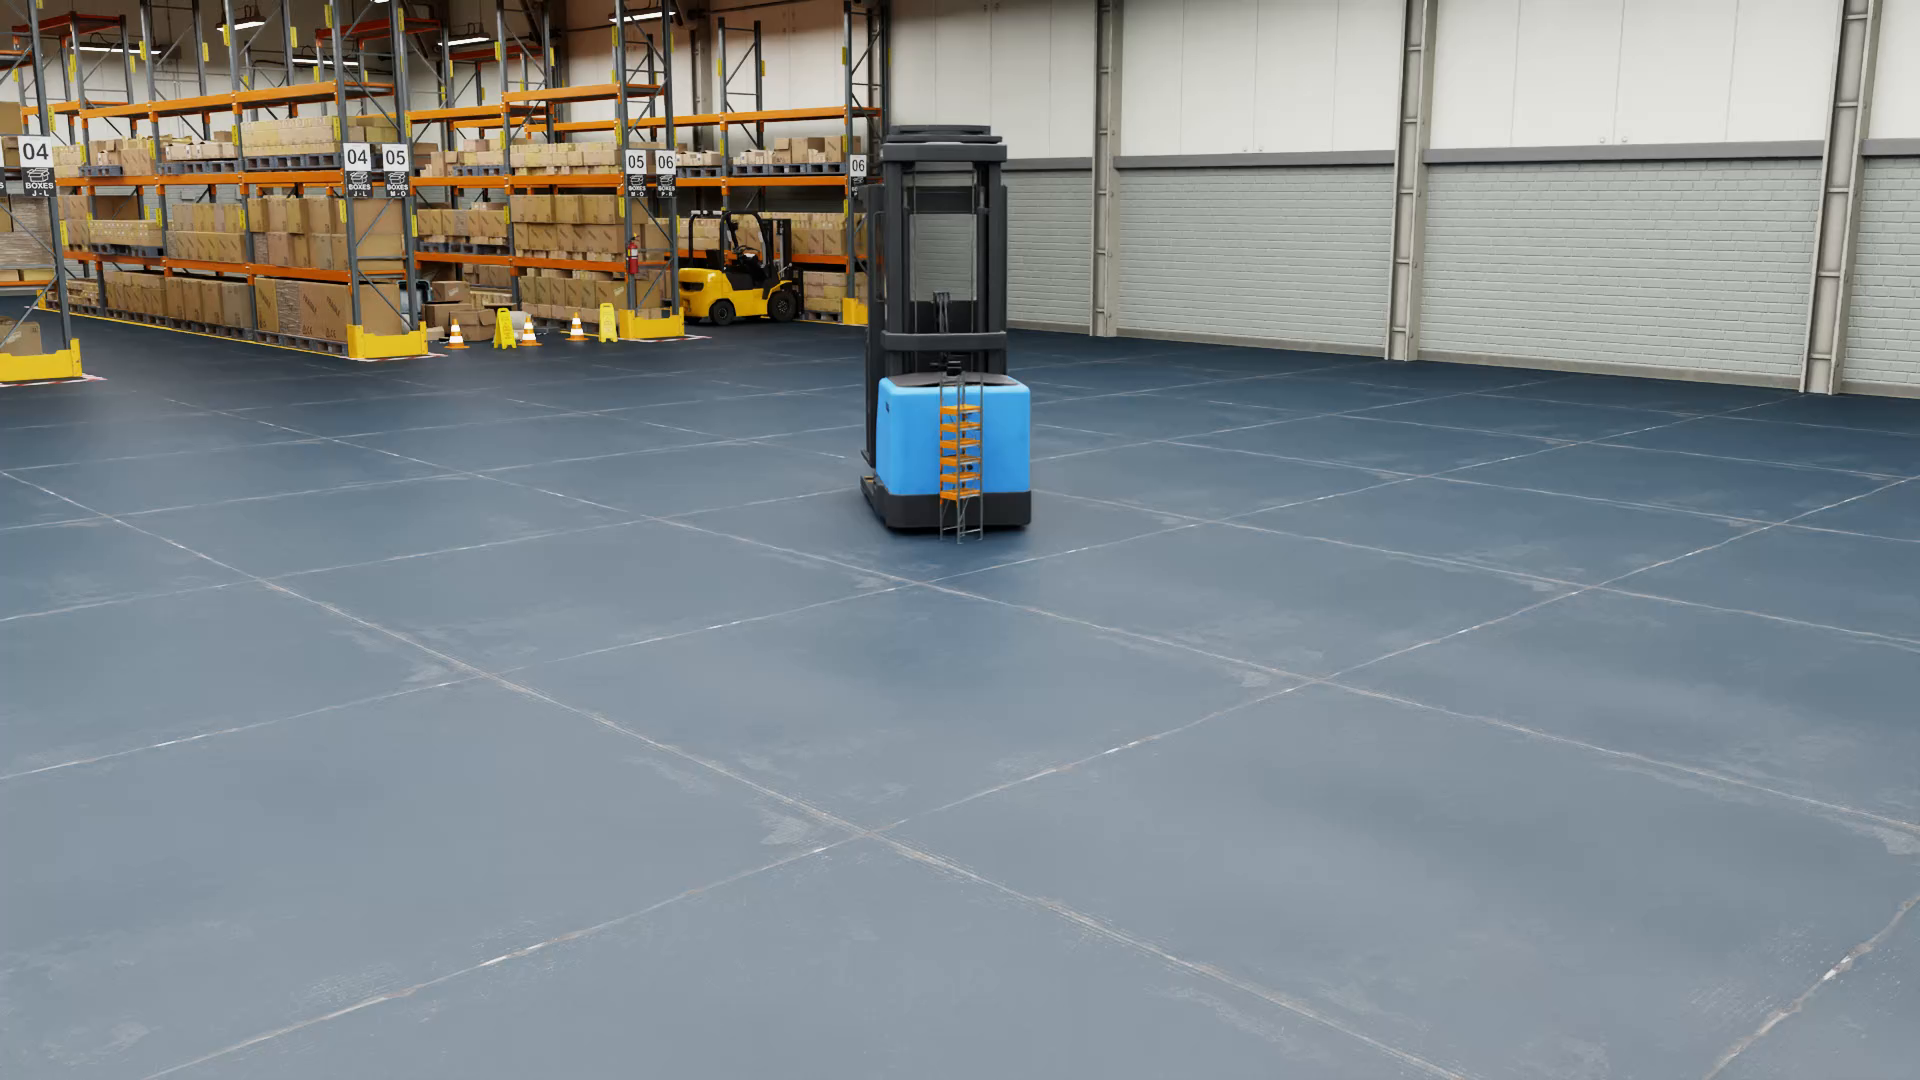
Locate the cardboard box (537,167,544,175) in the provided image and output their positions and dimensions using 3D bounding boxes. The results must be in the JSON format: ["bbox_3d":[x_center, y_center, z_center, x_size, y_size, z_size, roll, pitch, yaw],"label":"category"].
[{"bbox_3d":[-7.551,-6.777,30.563,0.380,0.149,0.250,-10,15,-41],"label":"cardboard box"}]

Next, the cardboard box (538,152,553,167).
[{"bbox_3d":[-7.319,-6.910,30.218,0.500,0.250,0.500,-11,16,-42],"label":"cardboard box"}]

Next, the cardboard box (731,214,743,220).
[{"bbox_3d":[-4.531,-6.737,34.583,0.380,0.149,0.250,-10,16,-41],"label":"cardboard box"}]

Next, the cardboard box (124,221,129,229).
[{"bbox_3d":[-15.769,-6.030,31.855,0.380,0.149,0.250,-11,16,-43],"label":"cardboard box"}]

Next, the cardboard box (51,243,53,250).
[{"bbox_3d":[-19.582,-6.373,36.031,0.250,0.149,0.380,11,16,44],"label":"cardboard box"}]

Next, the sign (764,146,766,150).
[{"bbox_3d":[-4.136,-8.151,35.129,0.100,0.325,0.005,-11,16,-43],"label":"sign"}]

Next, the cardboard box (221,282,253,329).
[{"bbox_3d":[-12.128,-4.097,28.899,1.050,0.750,0.750,-11,16,-43],"label":"cardboard box"}]

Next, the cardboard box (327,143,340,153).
[{"bbox_3d":[-9.347,-5.934,25.178,0.380,0.149,0.250,-11,16,-43],"label":"cardboard box"}]

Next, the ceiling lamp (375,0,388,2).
[{"bbox_3d":[-9.611,-11.093,28.988,0.800,3.185,2.000,-11,16,-43],"label":"ceiling lamp"}]

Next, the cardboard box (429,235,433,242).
[{"bbox_3d":[-10.626,-6.167,33.993,0.250,0.149,0.380,11,16,42],"label":"cardboard box"}]

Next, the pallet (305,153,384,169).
[{"bbox_3d":[-9.392,-5.864,25.727,1.003,0.211,1.213,-11,16,-43],"label":"pallet"}]

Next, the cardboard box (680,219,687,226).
[{"bbox_3d":[-5.837,-6.880,36.017,0.380,0.149,0.250,-11,16,-42],"label":"cardboard box"}]

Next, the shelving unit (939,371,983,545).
[{"bbox_3d":[0.010,-0.584,11.770,0.258,1.200,0.189,-10,16,-41],"label":"shelving unit"}]

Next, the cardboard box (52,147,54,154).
[{"bbox_3d":[-19.030,-8.224,35.105,0.380,0.149,0.250,-10,15,-41],"label":"cardboard box"}]

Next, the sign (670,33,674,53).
[{"bbox_3d":[-4.969,-8.546,28.581,0.100,0.325,0.005,-11,16,-43],"label":"sign"}]

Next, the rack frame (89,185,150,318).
[{"bbox_3d":[-17.159,-6.083,34.003,1.000,3.000,0.127,-11,16,-43],"label":"rack frame"}]

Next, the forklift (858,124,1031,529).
[{"bbox_3d":[-0.216,-1.767,13.224,1.130,2.935,3.031,-2,12,-9],"label":"forklift"}]

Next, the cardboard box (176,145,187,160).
[{"bbox_3d":[-13.710,-6.940,29.813,0.500,0.250,0.500,-10,16,-41],"label":"cardboard box"}]

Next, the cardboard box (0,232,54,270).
[{"bbox_3d":[-12.889,-3.934,22.587,0.875,0.500,0.500,-11,16,-43],"label":"cardboard box"}]

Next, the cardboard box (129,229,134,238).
[{"bbox_3d":[-15.609,-5.849,31.714,0.380,0.149,0.250,-11,16,-42],"label":"cardboard box"}]

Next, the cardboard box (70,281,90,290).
[{"bbox_3d":[-18.547,-5.379,35.138,0.250,0.149,0.380,11,16,43],"label":"cardboard box"}]

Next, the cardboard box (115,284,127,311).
[{"bbox_3d":[-16.474,-4.842,33.136,0.500,0.500,0.500,-10,15,-40],"label":"cardboard box"}]

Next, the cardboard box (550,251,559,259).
[{"bbox_3d":[-7.262,-5.218,30.428,0.380,0.149,0.250,-11,16,-42],"label":"cardboard box"}]

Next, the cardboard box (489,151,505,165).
[{"bbox_3d":[-8.632,-7.286,31.741,0.500,0.250,0.500,-11,16,-44],"label":"cardboard box"}]

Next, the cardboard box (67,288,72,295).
[{"bbox_3d":[-19.013,-5.360,35.782,0.250,0.149,0.380,11,16,42],"label":"cardboard box"}]

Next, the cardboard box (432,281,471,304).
[{"bbox_3d":[-9.391,-4.514,30.706,0.500,0.500,0.500,-11,16,-43],"label":"cardboard box"}]

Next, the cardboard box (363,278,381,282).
[{"bbox_3d":[-12.533,-5.742,36.575,0.875,0.875,0.875,-10,15,-41],"label":"cardboard box"}]

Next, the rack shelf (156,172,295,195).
[{"bbox_3d":[-13.016,-6.324,29.522,1.077,0.370,4.000,-11,16,-43],"label":"rack shelf"}]

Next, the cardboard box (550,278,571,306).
[{"bbox_3d":[-7.177,-4.570,30.574,0.500,0.500,0.500,-10,15,-40],"label":"cardboard box"}]

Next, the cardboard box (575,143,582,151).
[{"bbox_3d":[-6.612,-6.981,29.577,0.250,0.149,0.380,11,16,44],"label":"cardboard box"}]

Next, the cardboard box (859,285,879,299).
[{"bbox_3d":[-1.949,-4.930,32.940,0.500,0.250,0.500,-11,16,-42],"label":"cardboard box"}]

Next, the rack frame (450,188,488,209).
[{"bbox_3d":[-12.824,-8.063,43.616,1.000,3.000,0.127,-11,16,-43],"label":"rack frame"}]

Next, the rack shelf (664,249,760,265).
[{"bbox_3d":[-5.918,-6.252,36.605,1.077,0.370,4.000,-11,16,-43],"label":"rack shelf"}]

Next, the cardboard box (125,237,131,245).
[{"bbox_3d":[-15.775,-5.740,31.918,0.250,0.149,0.380,11,16,43],"label":"cardboard box"}]

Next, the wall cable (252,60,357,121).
[{"bbox_3d":[-17.957,-11.606,45.850,2.988,3.039,0.133,-11,16,-43],"label":"wall cable"}]

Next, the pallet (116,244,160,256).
[{"bbox_3d":[-15.794,-5.688,32.563,1.003,0.211,1.213,-11,16,-43],"label":"pallet"}]

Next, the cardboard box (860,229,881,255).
[{"bbox_3d":[-1.916,-5.888,32.810,0.500,0.500,0.500,-10,15,-41],"label":"cardboard box"}]

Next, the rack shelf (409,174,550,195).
[{"bbox_3d":[-9.505,-7.028,32.942,1.077,0.370,4.000,-11,16,-43],"label":"rack shelf"}]

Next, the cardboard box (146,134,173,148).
[{"bbox_3d":[-14.864,-7.415,30.890,0.396,0.266,0.258,-11,16,-43],"label":"cardboard box"}]

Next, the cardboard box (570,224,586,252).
[{"bbox_3d":[-6.621,-5.419,29.794,0.500,0.500,0.500,-11,16,-43],"label":"cardboard box"}]

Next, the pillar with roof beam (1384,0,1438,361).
[{"bbox_3d":[3.570,-6.543,21.367,9.100,9.000,0.400,-11,16,-43],"label":"pillar with roof beam"}]

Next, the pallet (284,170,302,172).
[{"bbox_3d":[-15.045,-8.512,38.579,1.003,0.211,1.213,-11,16,-43],"label":"pallet"}]

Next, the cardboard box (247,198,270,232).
[{"bbox_3d":[-11.405,-5.459,27.927,0.875,0.550,0.550,-11,16,-43],"label":"cardboard box"}]

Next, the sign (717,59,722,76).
[{"bbox_3d":[-4.921,-9.669,34.032,0.100,0.325,0.005,-11,16,-43],"label":"sign"}]

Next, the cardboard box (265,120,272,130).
[{"bbox_3d":[-10.924,-6.658,26.717,0.380,0.149,0.250,-11,16,-42],"label":"cardboard box"}]

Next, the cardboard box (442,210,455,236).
[{"bbox_3d":[-10.007,-6.354,33.295,0.500,0.500,0.500,-11,16,-42],"label":"cardboard box"}]

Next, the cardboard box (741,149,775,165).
[{"bbox_3d":[-4.139,-7.837,34.015,0.500,0.311,0.500,-10,16,-41],"label":"cardboard box"}]

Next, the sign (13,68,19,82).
[{"bbox_3d":[-20.314,-10.026,35.761,0.100,0.325,0.005,-11,16,-43],"label":"sign"}]

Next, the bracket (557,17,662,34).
[{"bbox_3d":[-8.070,-11.920,38.545,0.076,0.066,4.783,-11,16,-43],"label":"bracket"}]

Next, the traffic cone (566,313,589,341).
[{"bbox_3d":[-6.592,-3.677,28.610,0.336,0.463,0.334,-11,16,-43],"label":"traffic cone"}]

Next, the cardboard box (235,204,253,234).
[{"bbox_3d":[-11.982,-5.526,28.572,0.700,0.500,0.500,-11,16,-44],"label":"cardboard box"}]
